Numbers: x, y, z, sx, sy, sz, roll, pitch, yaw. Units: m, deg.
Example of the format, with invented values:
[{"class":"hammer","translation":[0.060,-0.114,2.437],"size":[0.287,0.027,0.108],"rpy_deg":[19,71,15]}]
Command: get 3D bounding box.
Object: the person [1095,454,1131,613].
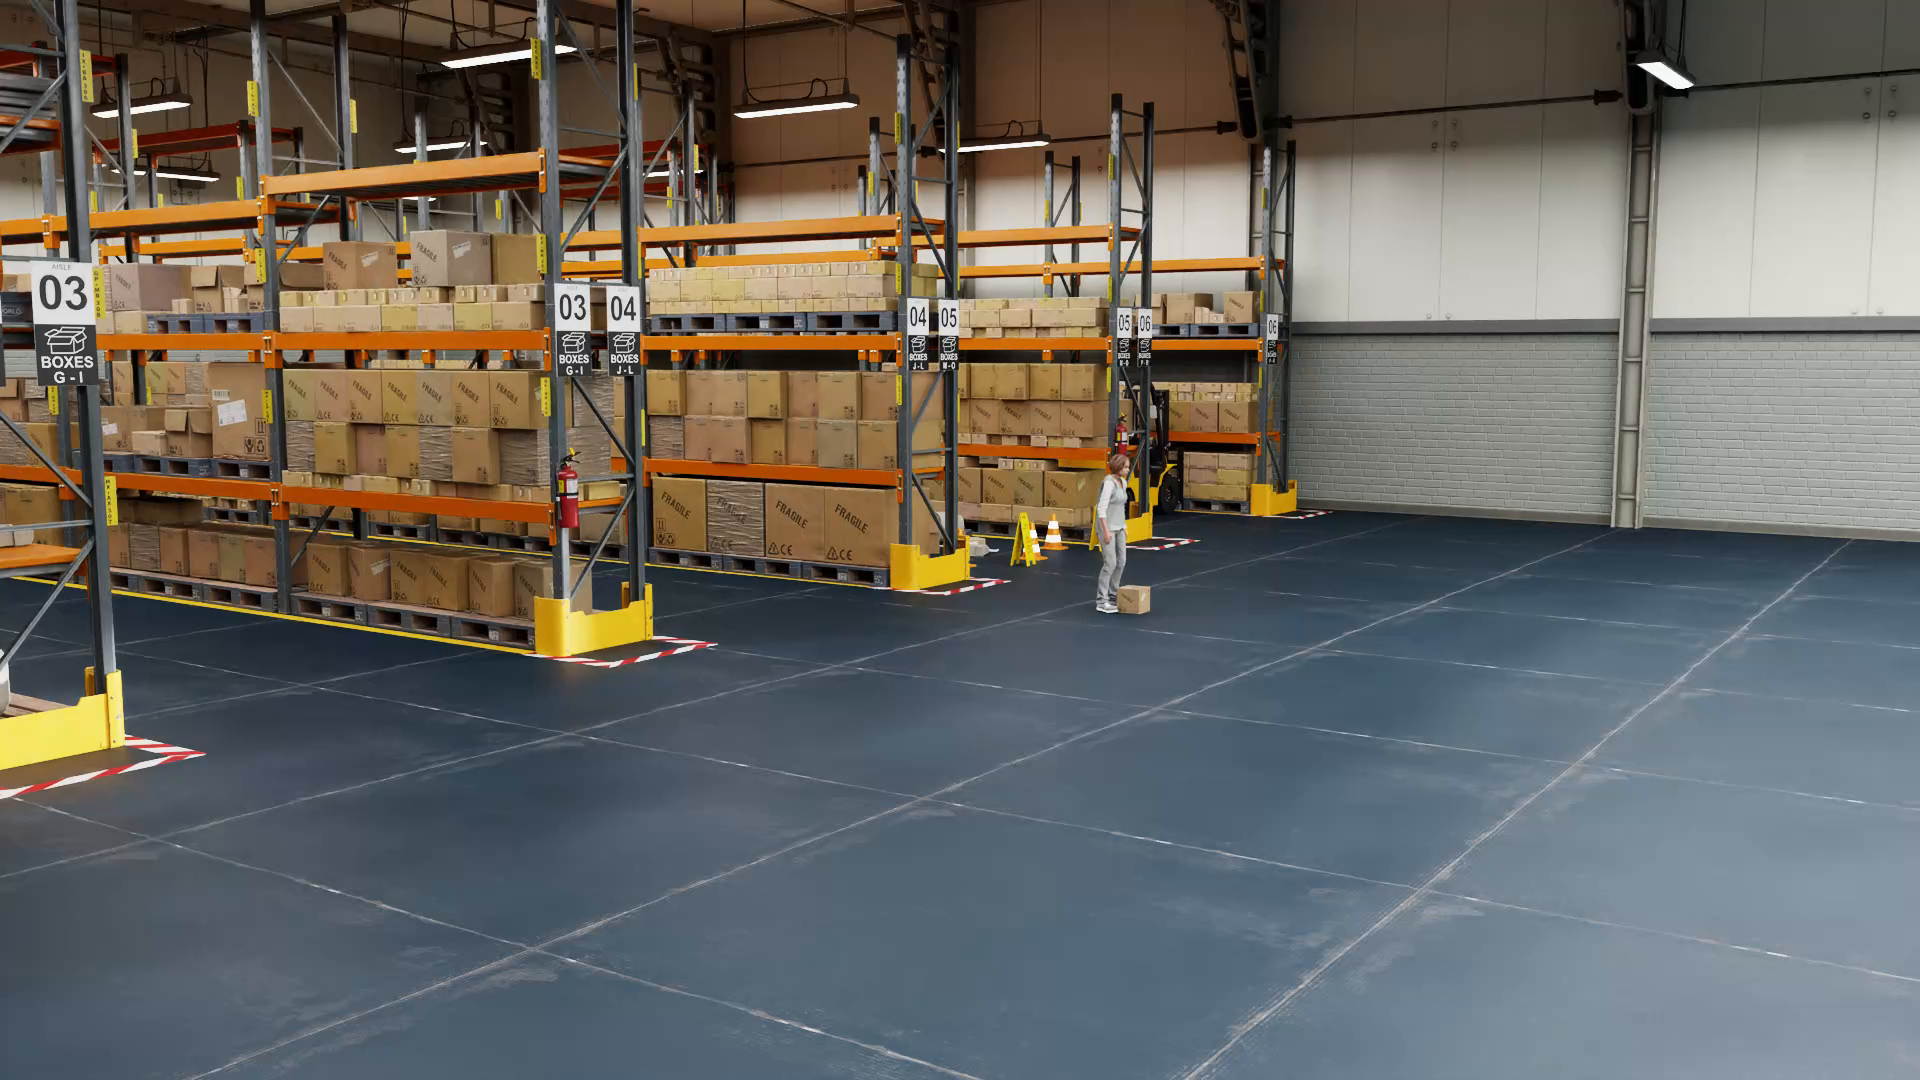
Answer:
[{"class":"person","translation":[1.555,-0.072,16.877],"size":[0.344,1.582,0.462],"rpy_deg":[4,8,34]}]
